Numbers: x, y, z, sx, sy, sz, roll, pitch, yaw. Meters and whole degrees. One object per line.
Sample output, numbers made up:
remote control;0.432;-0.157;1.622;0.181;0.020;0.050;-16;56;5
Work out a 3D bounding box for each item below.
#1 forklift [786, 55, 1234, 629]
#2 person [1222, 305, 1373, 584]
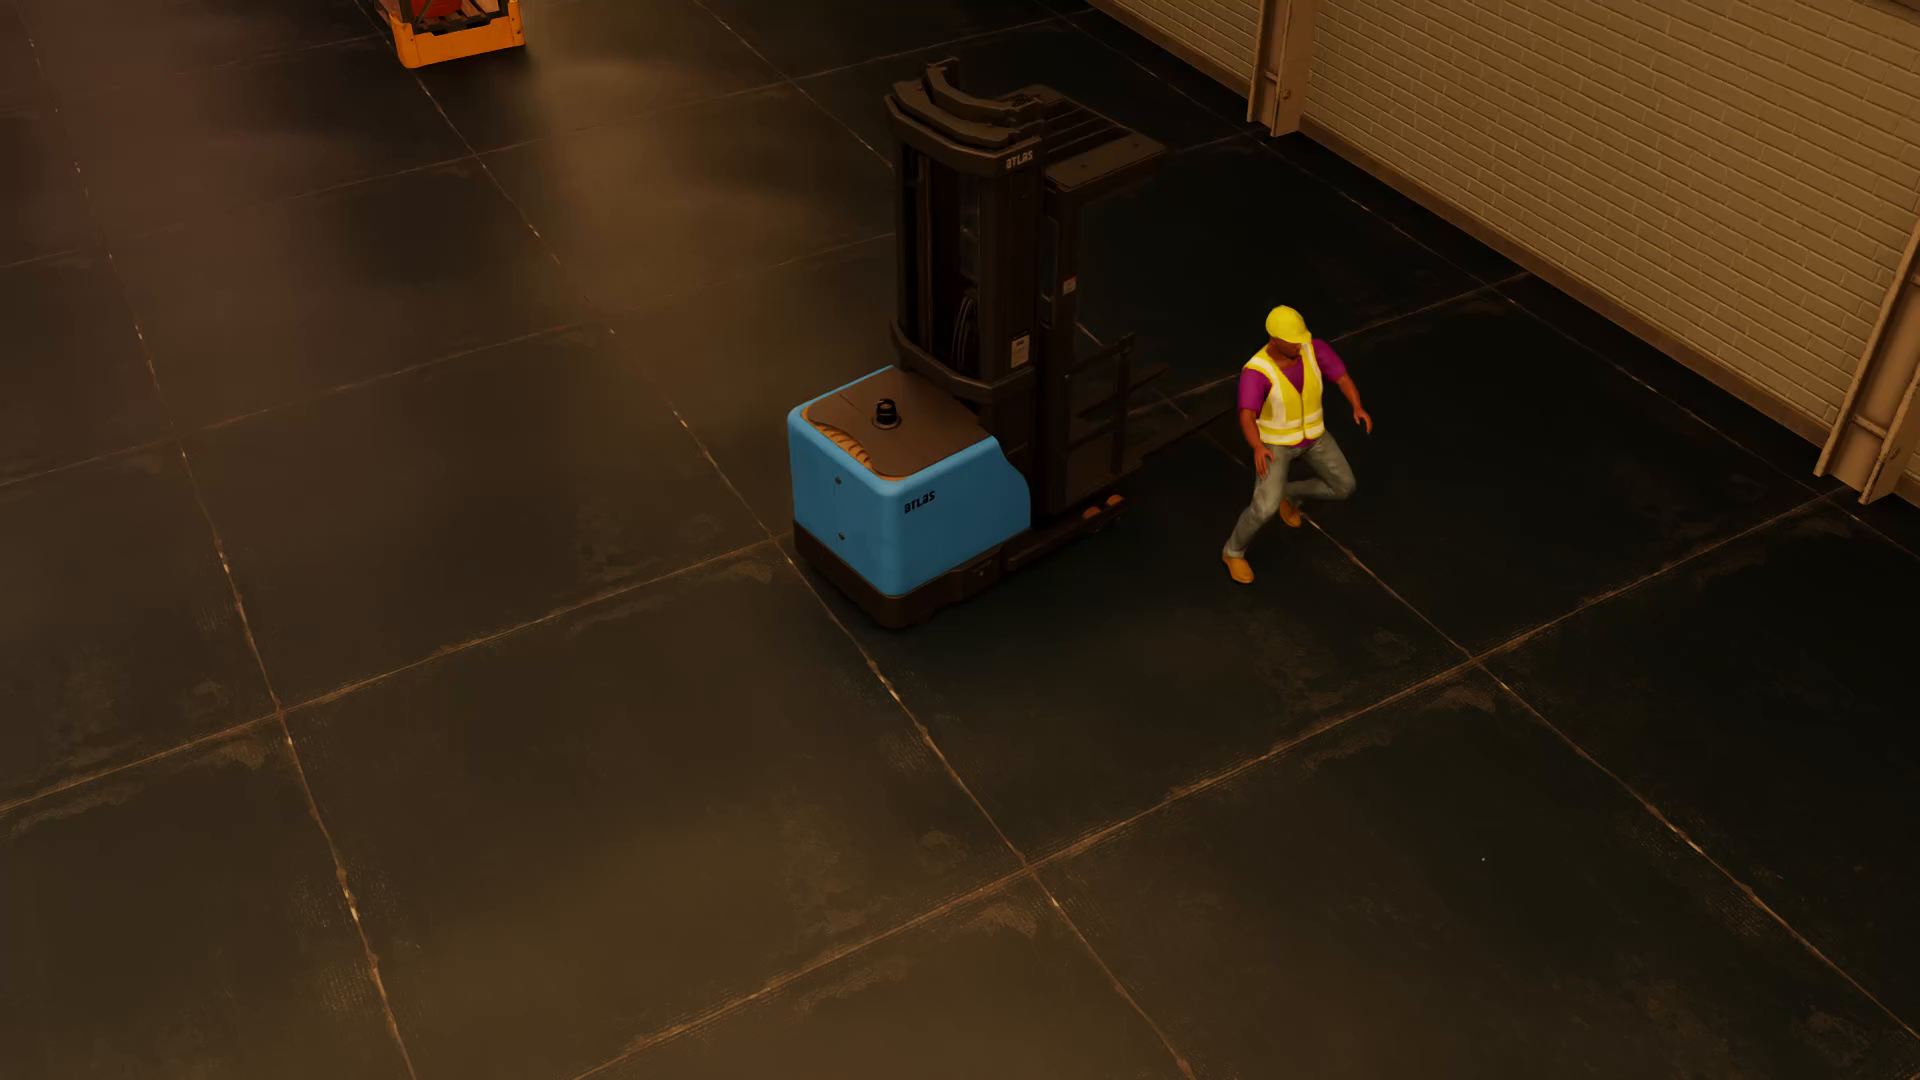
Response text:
forklift;0.445;-1.405;9.730;3.031;2.935;1.130;-28;47;-29
person;1.917;-0.541;9.702;0.896;1.617;0.754;-17;43;-19
